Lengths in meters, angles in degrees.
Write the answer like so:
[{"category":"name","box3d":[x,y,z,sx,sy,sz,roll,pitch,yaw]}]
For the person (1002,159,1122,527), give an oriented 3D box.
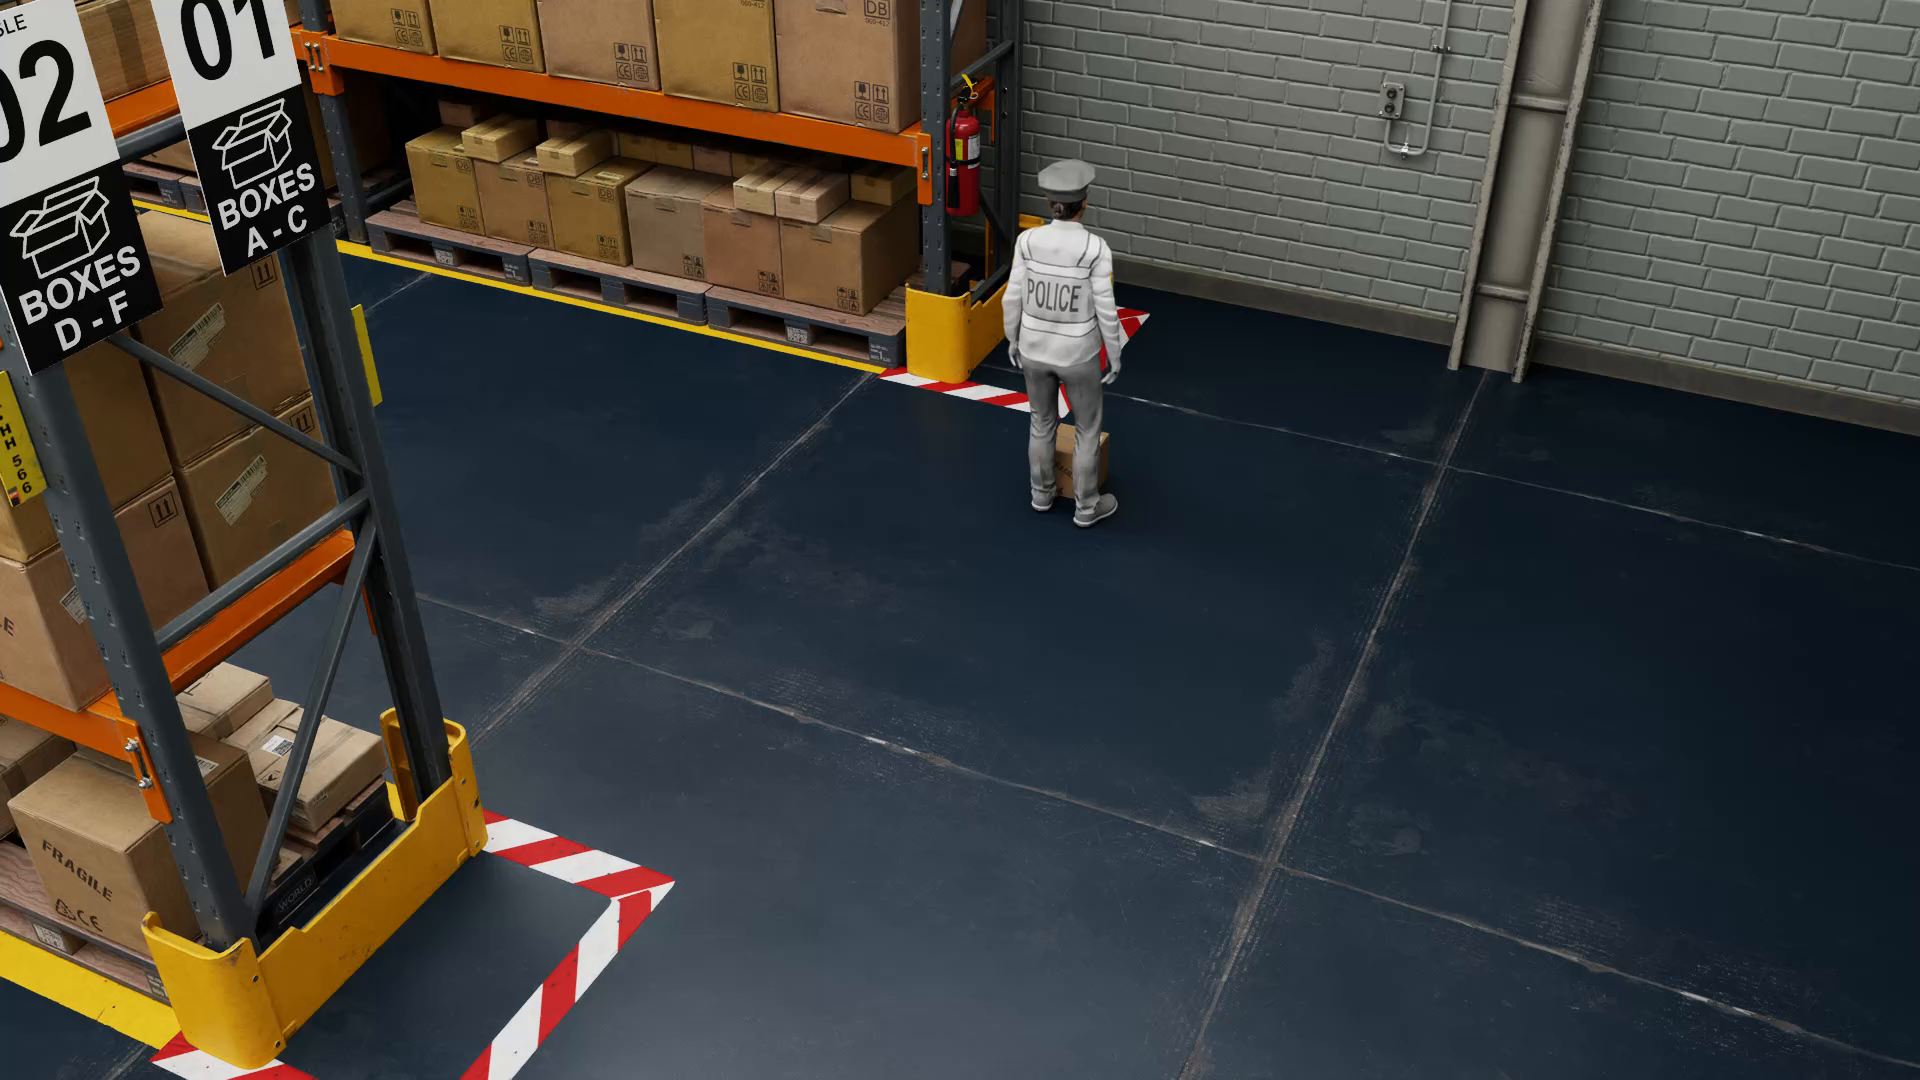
[{"category":"person","box3d":[0.458,-0.845,7.396,0.542,1.665,0.405,13,36,19]}]
